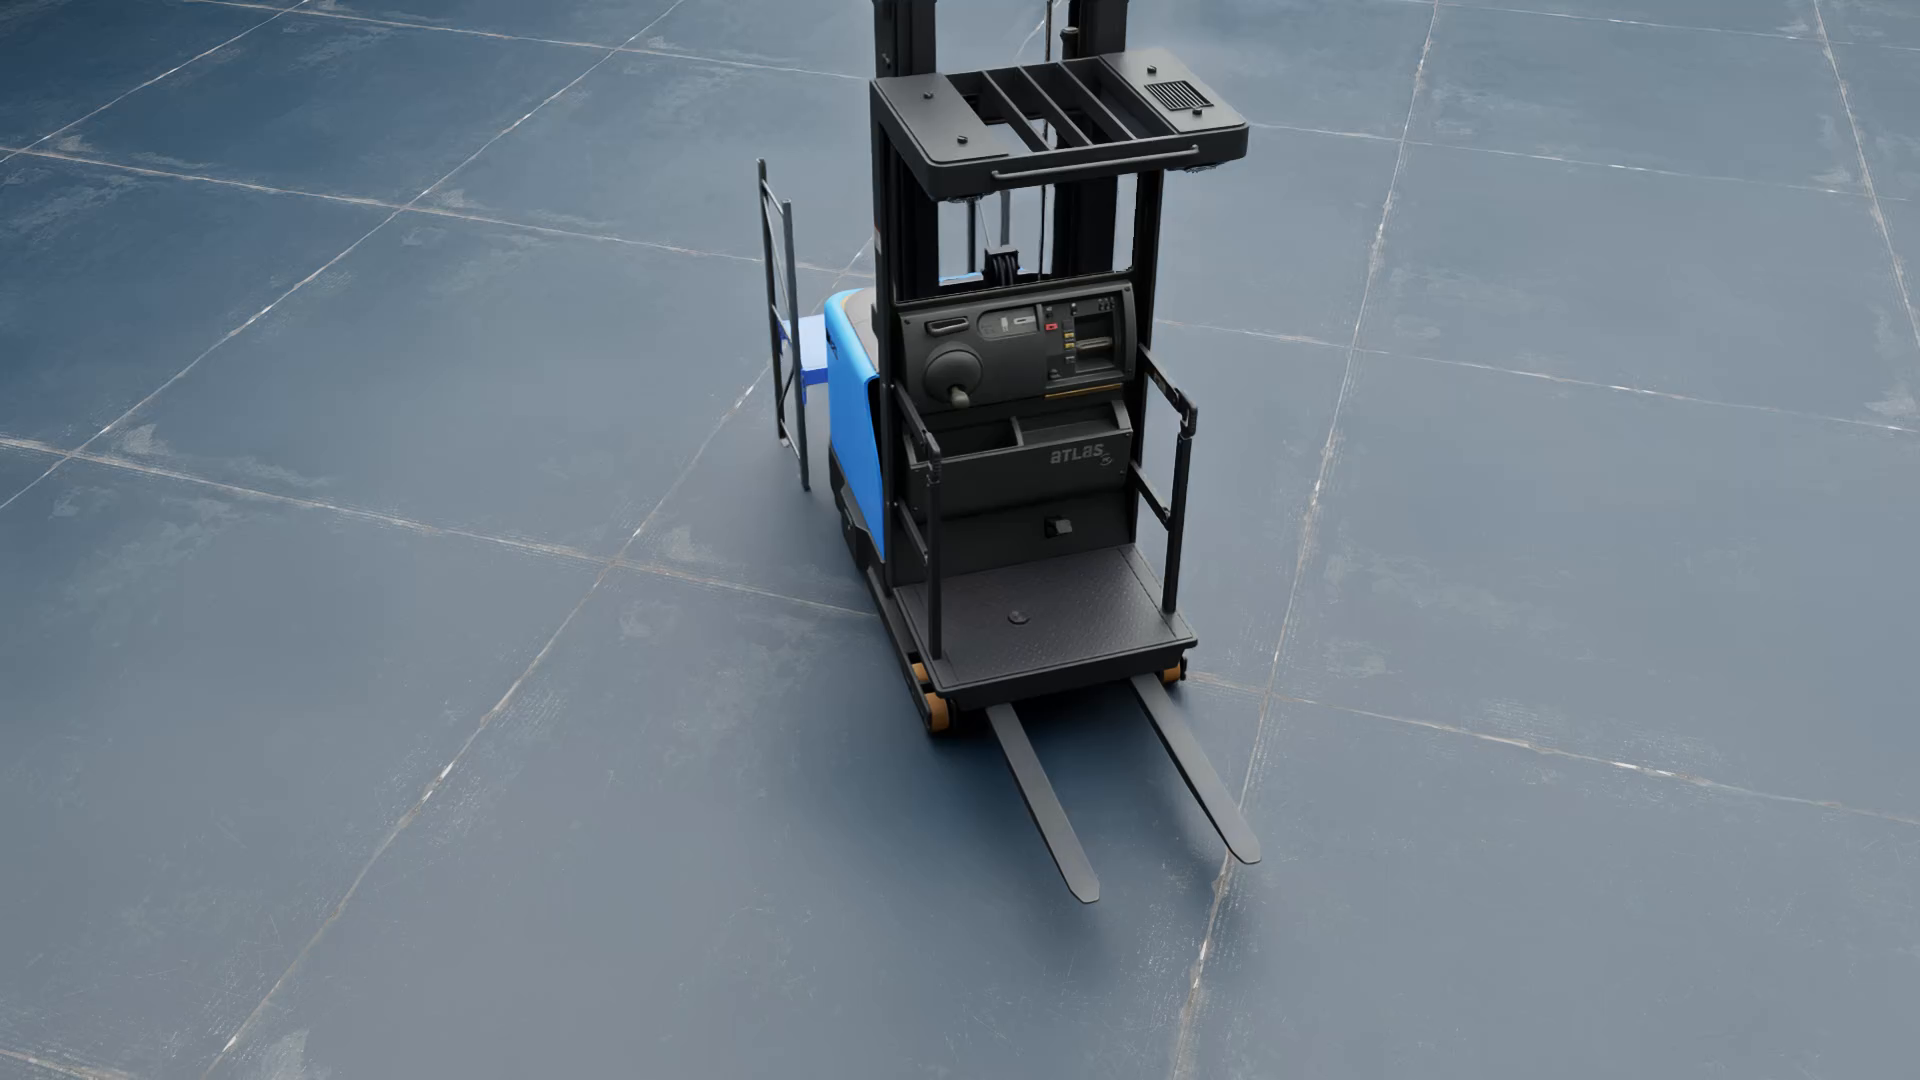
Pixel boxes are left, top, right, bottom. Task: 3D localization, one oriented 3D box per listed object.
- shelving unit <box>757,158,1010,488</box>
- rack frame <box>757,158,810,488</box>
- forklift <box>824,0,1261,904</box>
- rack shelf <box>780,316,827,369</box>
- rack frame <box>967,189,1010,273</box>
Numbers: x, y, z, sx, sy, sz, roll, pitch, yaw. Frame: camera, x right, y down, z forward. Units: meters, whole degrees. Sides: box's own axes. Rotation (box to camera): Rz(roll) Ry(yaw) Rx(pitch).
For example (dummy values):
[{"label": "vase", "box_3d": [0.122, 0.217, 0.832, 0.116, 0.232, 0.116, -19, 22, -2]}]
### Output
[{"label": "shelving unit", "box_3d": [-0.350, -1.097, 7.976, 1.048, 1.500, 0.500, -12, 38, -15]}, {"label": "rack frame", "box_3d": [-0.830, -0.998, 7.841, 0.032, 1.500, 0.500, -12, 38, -15]}, {"label": "forklift", "box_3d": [0.296, -0.673, 6.192, 1.130, 2.935, 3.031, -10, 38, -14]}, {"label": "rack shelf", "box_3d": [-0.350, -0.992, 8.054, 0.952, 0.062, 0.459, -12, 38, -15]}, {"label": "rack frame", "box_3d": [0.130, -1.197, 8.111, 0.032, 1.500, 0.500, -12, 38, -15]}]
